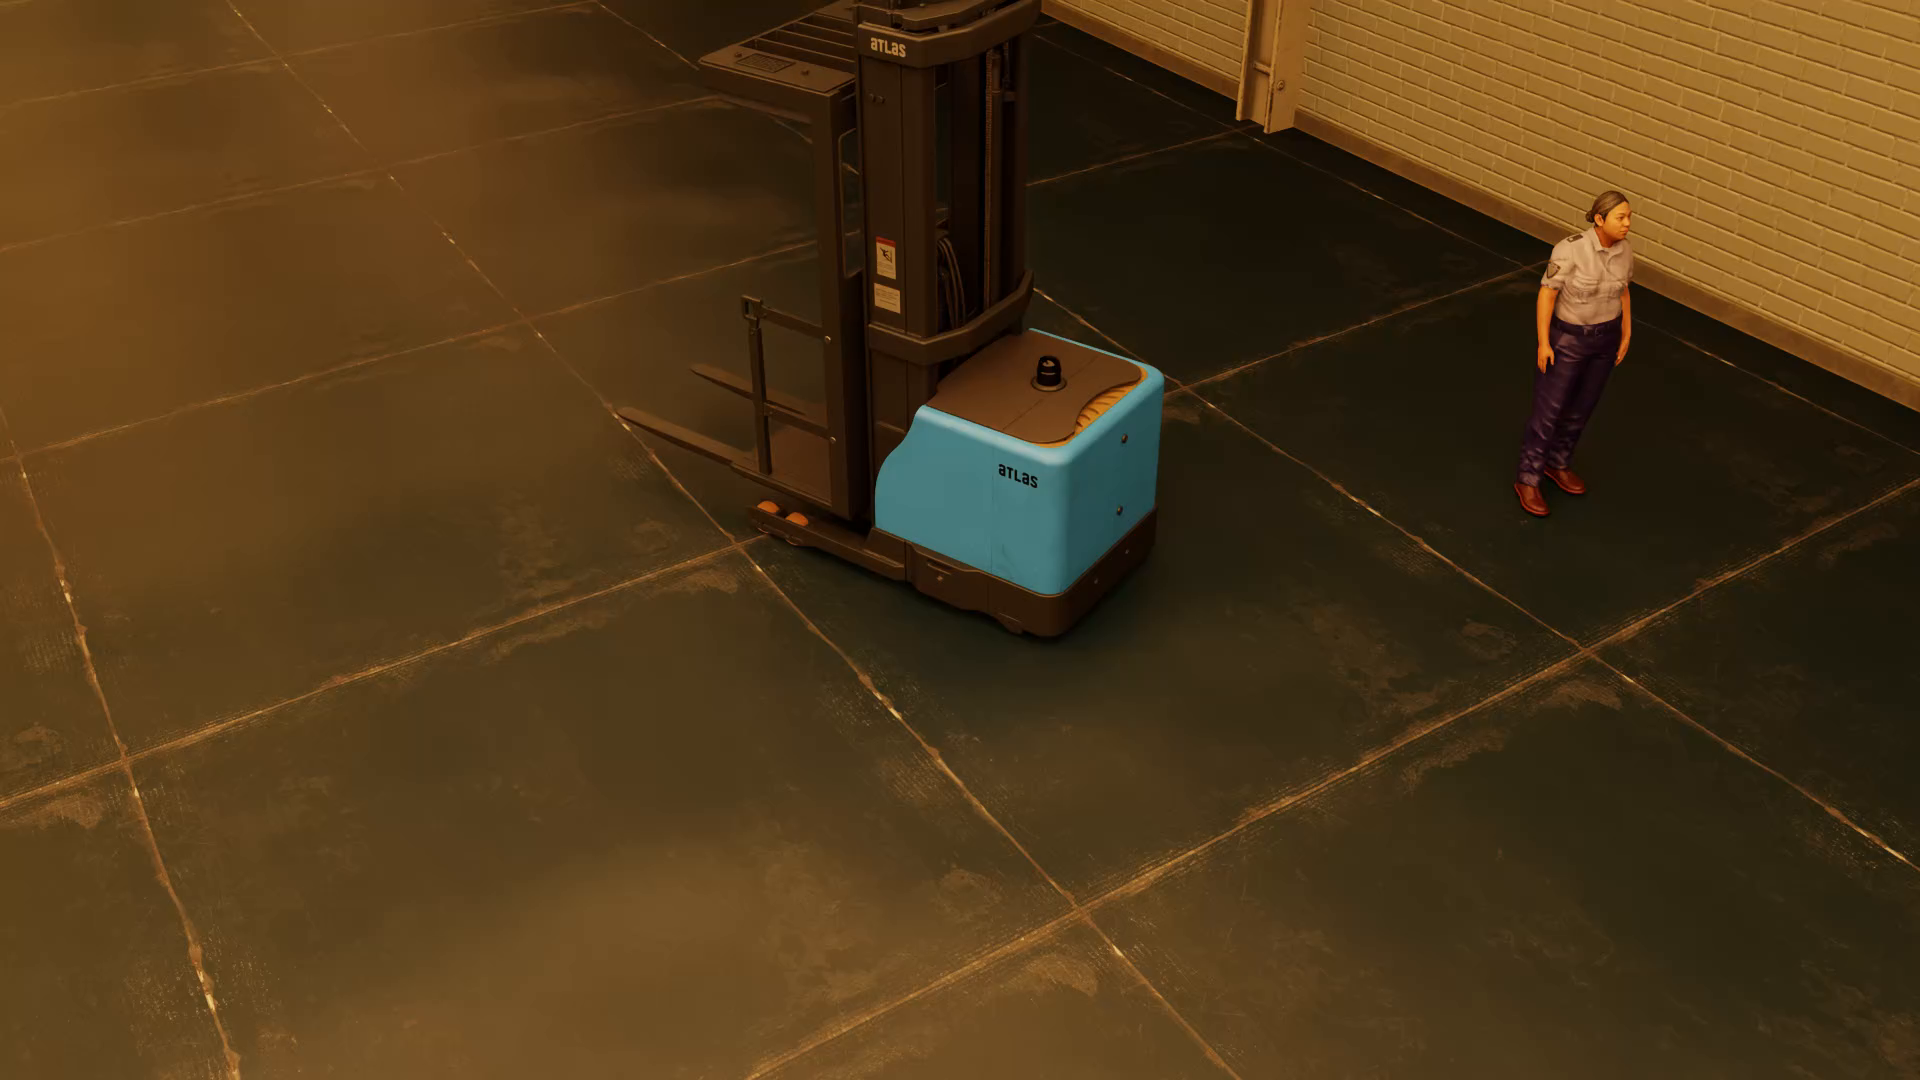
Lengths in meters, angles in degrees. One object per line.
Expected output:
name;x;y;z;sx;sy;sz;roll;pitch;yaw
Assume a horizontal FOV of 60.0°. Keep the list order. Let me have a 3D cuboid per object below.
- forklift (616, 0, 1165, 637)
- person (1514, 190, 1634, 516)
forklift;-0.500;-1.399;8.138;3.031;2.935;1.130;22;41;28
person;3.256;-0.970;8.641;0.596;1.641;0.504;-11;37;-15
